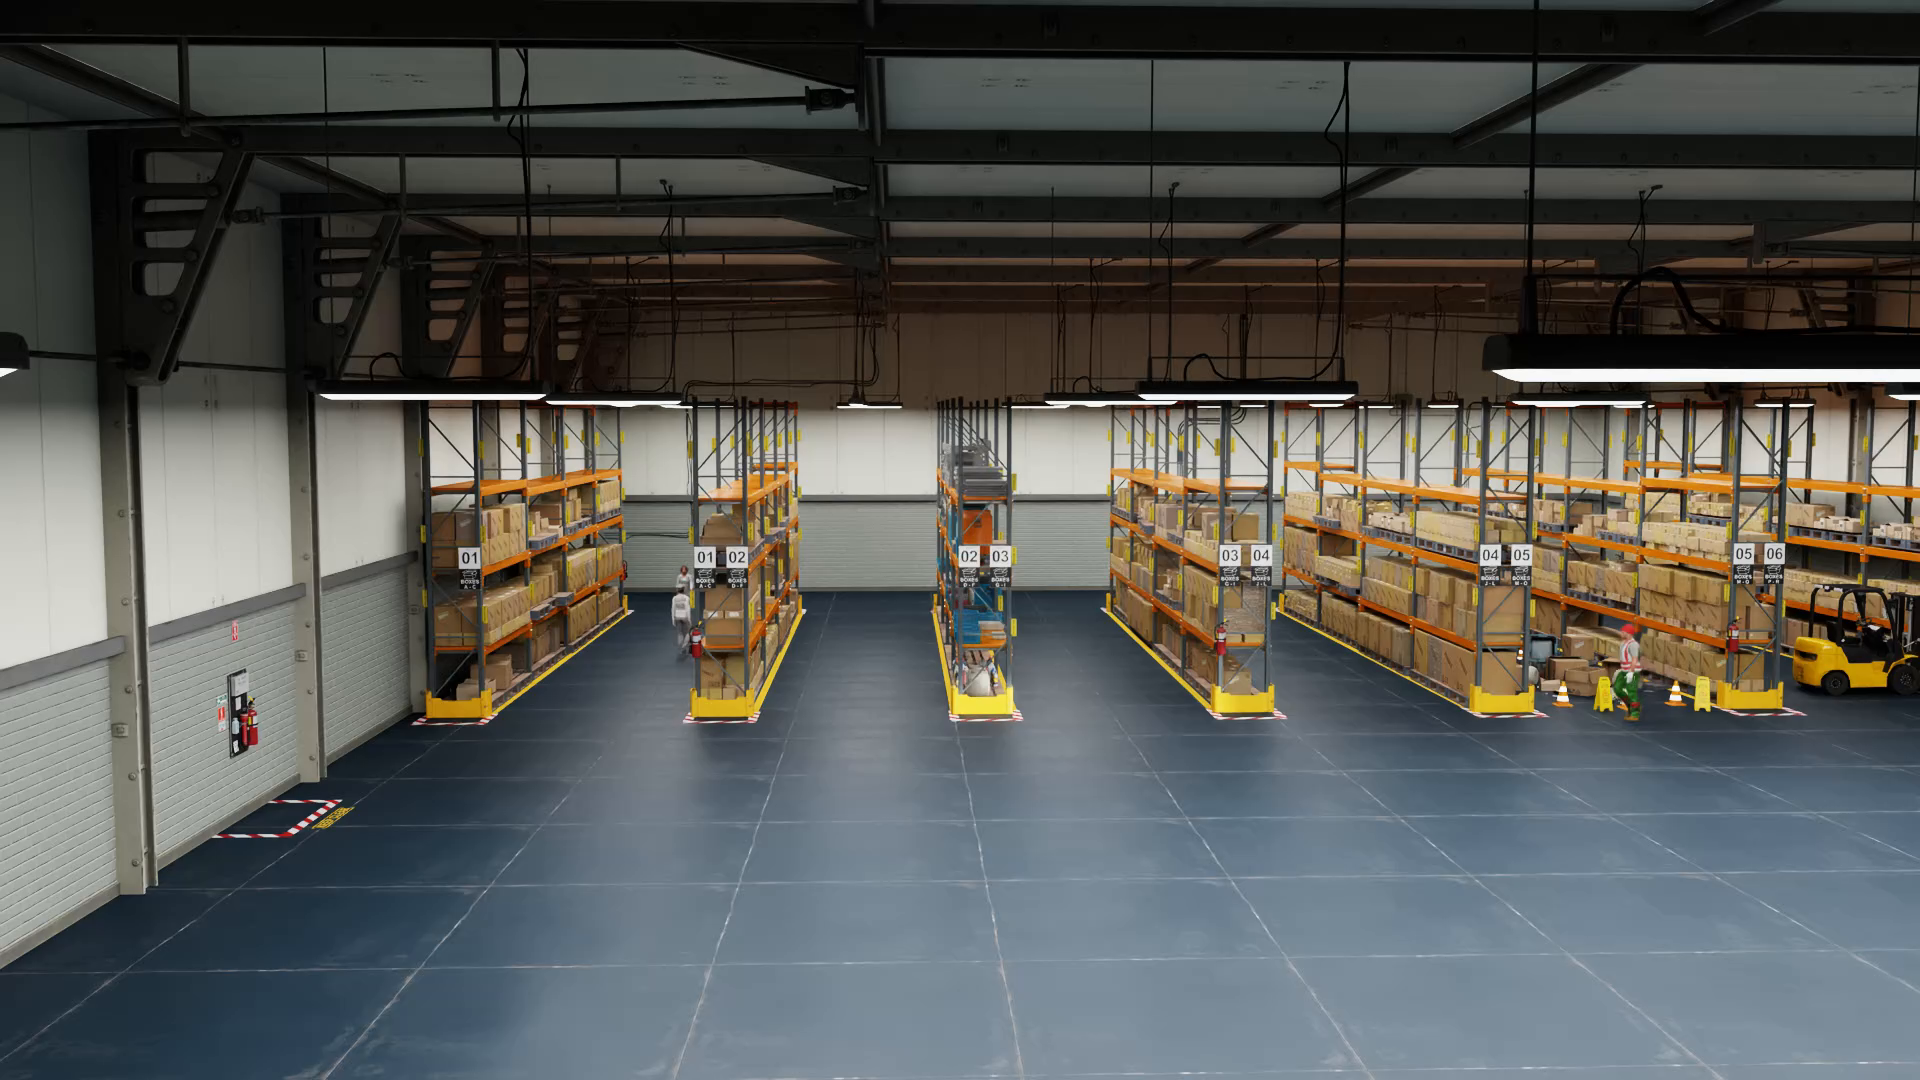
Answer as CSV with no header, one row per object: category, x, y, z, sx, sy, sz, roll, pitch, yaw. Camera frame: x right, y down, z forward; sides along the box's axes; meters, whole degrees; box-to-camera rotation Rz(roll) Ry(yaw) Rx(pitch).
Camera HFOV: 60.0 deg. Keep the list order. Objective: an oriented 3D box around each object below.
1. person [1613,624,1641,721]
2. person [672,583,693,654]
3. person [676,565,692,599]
person,12.380,2.442,30.734,0.448,1.779,0.585,-1,4,-9
person,-6.547,1.862,39.129,0.533,1.666,0.514,1,4,10
person,-7.463,1.453,45.014,0.444,1.540,0.972,0,4,-4
